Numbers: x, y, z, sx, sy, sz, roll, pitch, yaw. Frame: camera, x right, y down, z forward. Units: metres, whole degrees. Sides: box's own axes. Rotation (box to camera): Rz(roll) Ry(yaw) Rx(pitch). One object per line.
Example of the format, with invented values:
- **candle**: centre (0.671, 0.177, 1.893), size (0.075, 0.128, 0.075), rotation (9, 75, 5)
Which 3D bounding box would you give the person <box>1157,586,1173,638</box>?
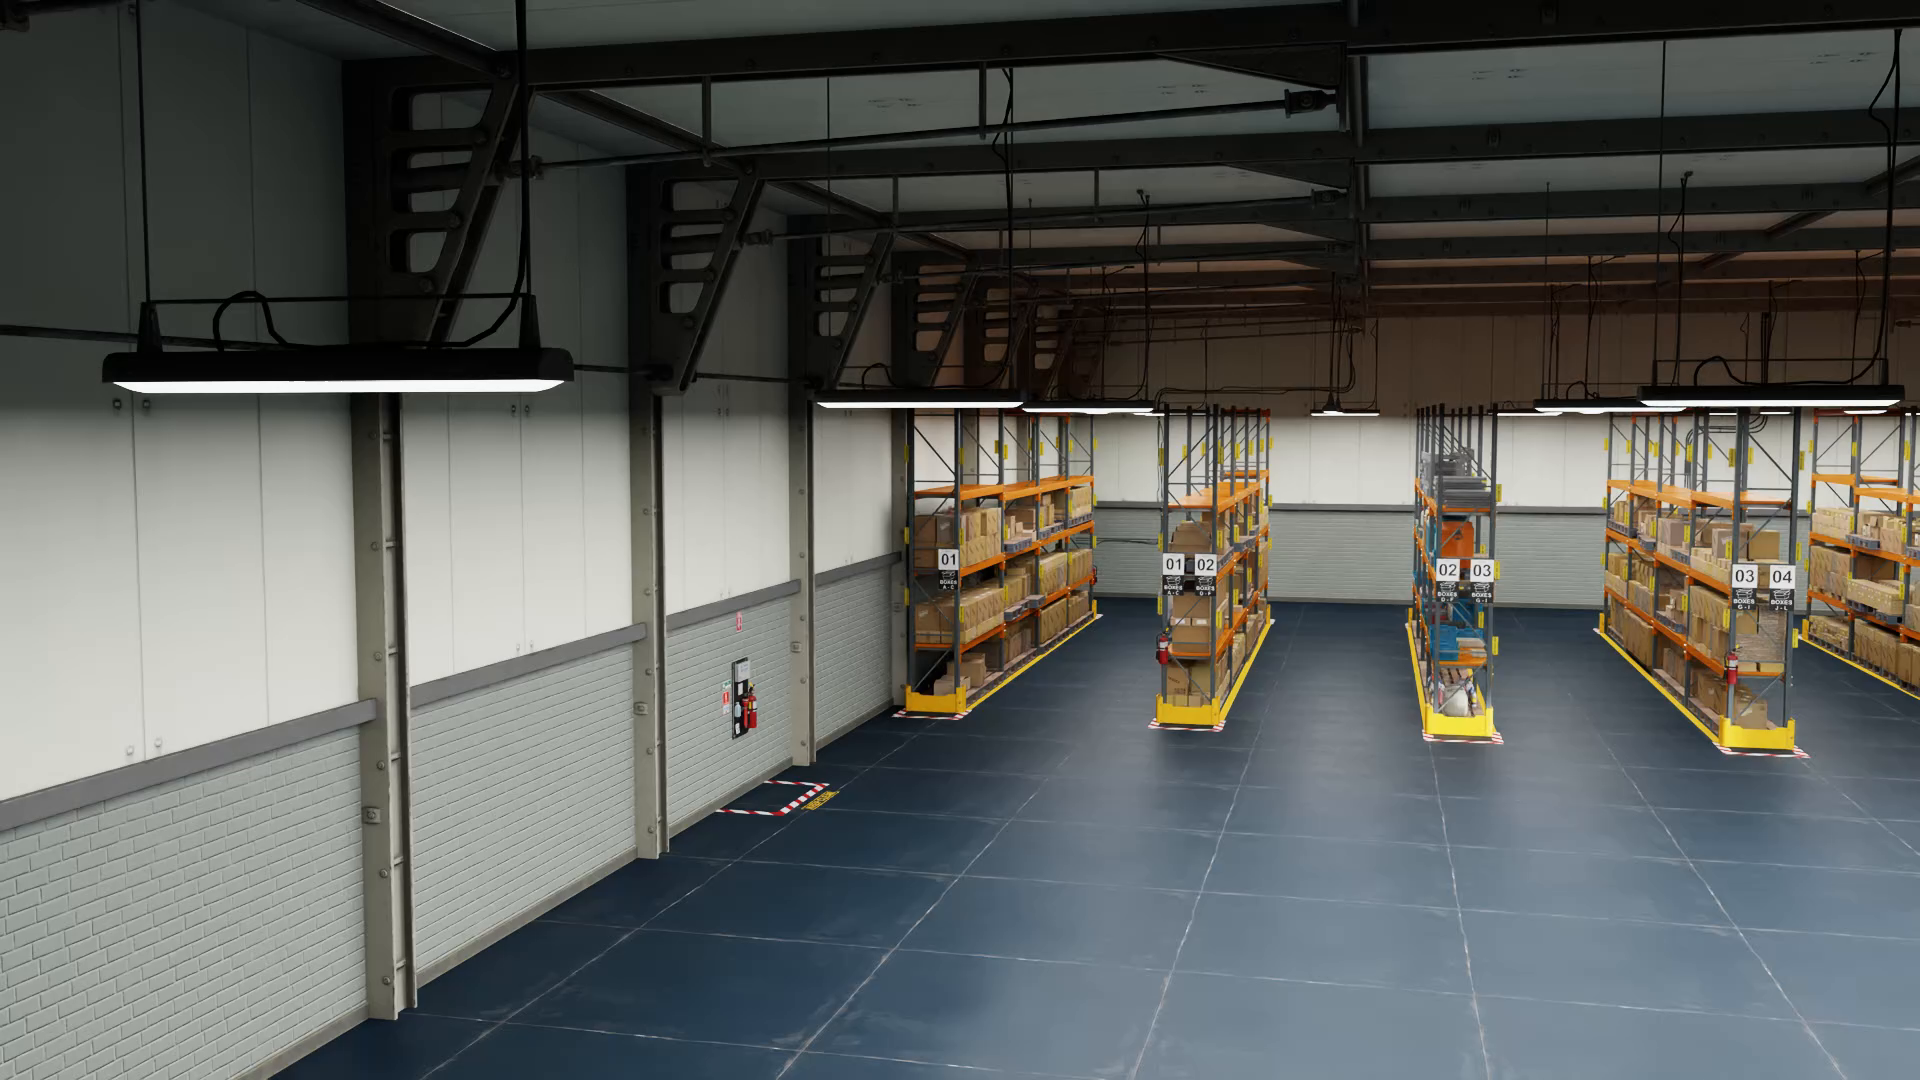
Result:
- **person**: centre (5.494, 1.731, 43.302), size (0.689, 1.682, 0.719), rotation (2, 5, 23)
